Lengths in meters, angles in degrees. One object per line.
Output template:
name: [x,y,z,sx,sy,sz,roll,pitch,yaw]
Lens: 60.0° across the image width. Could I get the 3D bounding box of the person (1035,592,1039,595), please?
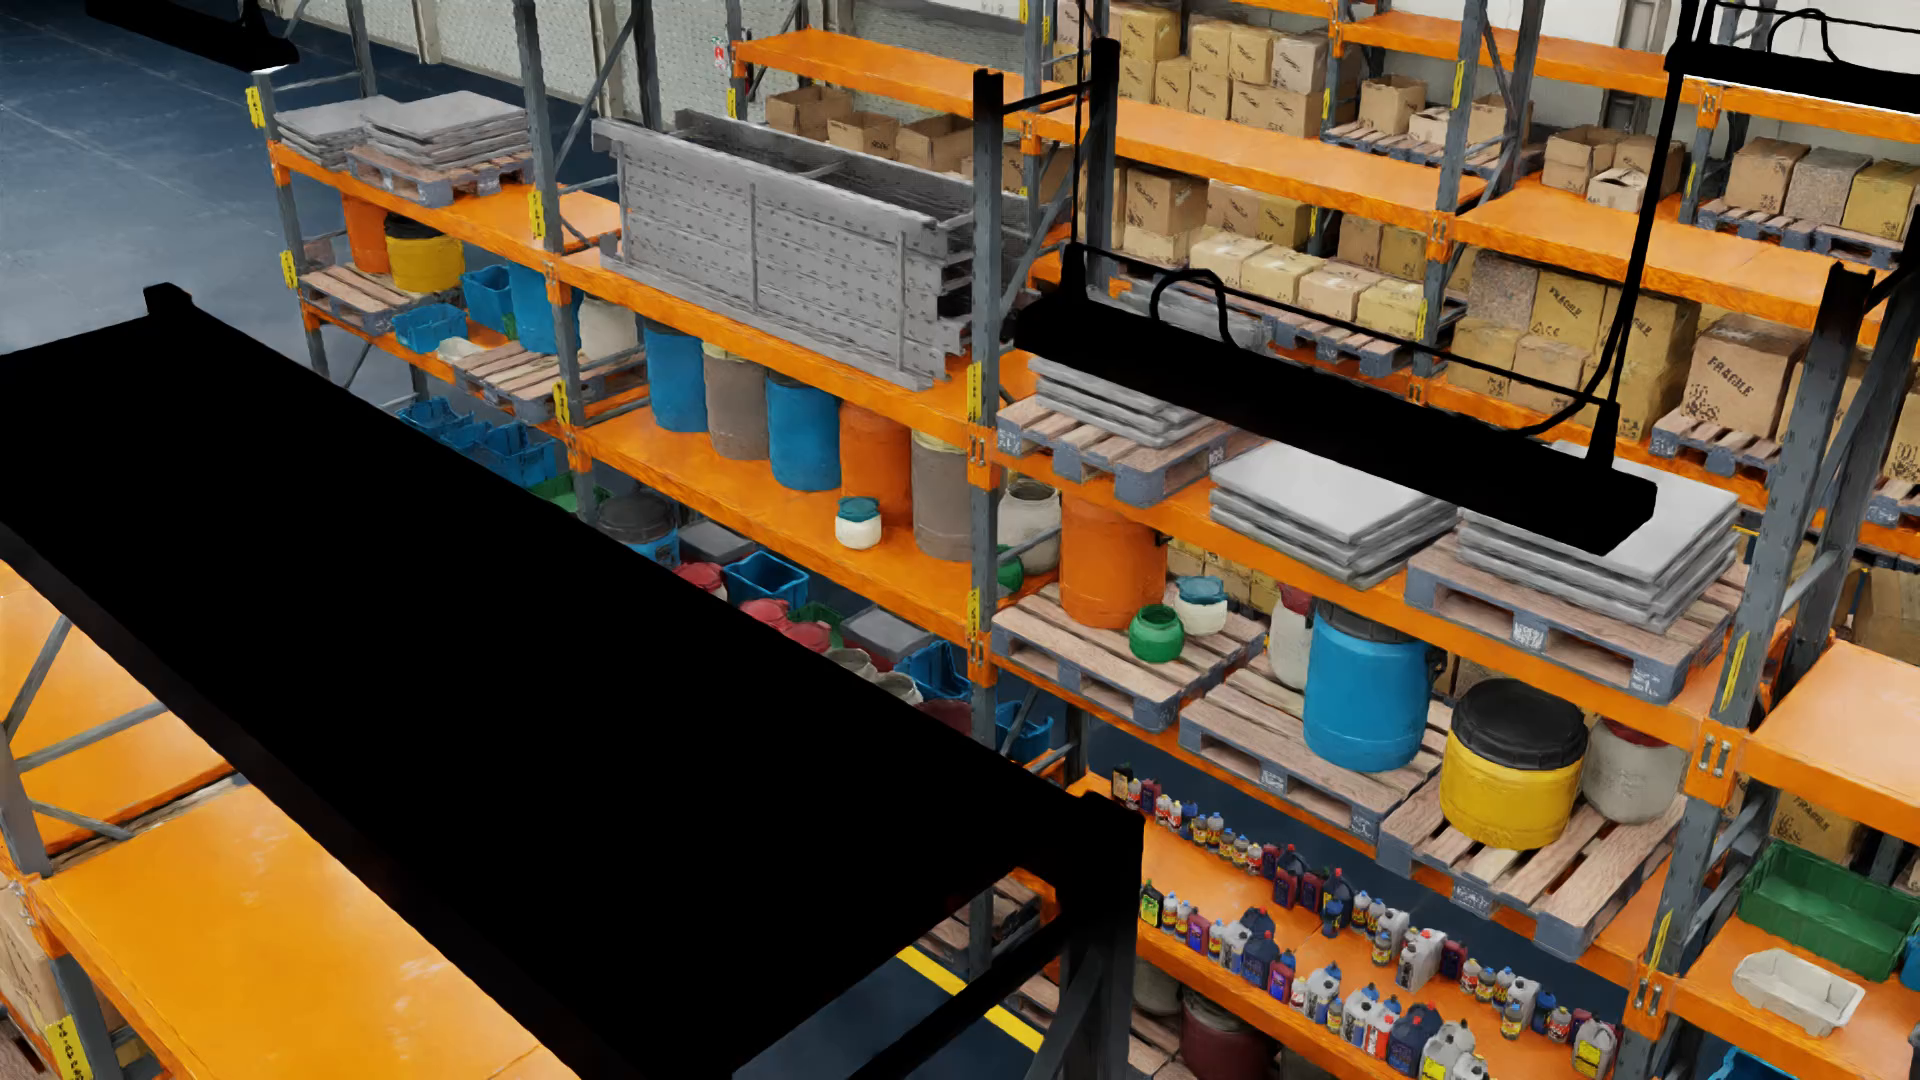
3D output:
person: [0.704,0.406,13.872,0.506,1.632,0.639,24,37,36]
